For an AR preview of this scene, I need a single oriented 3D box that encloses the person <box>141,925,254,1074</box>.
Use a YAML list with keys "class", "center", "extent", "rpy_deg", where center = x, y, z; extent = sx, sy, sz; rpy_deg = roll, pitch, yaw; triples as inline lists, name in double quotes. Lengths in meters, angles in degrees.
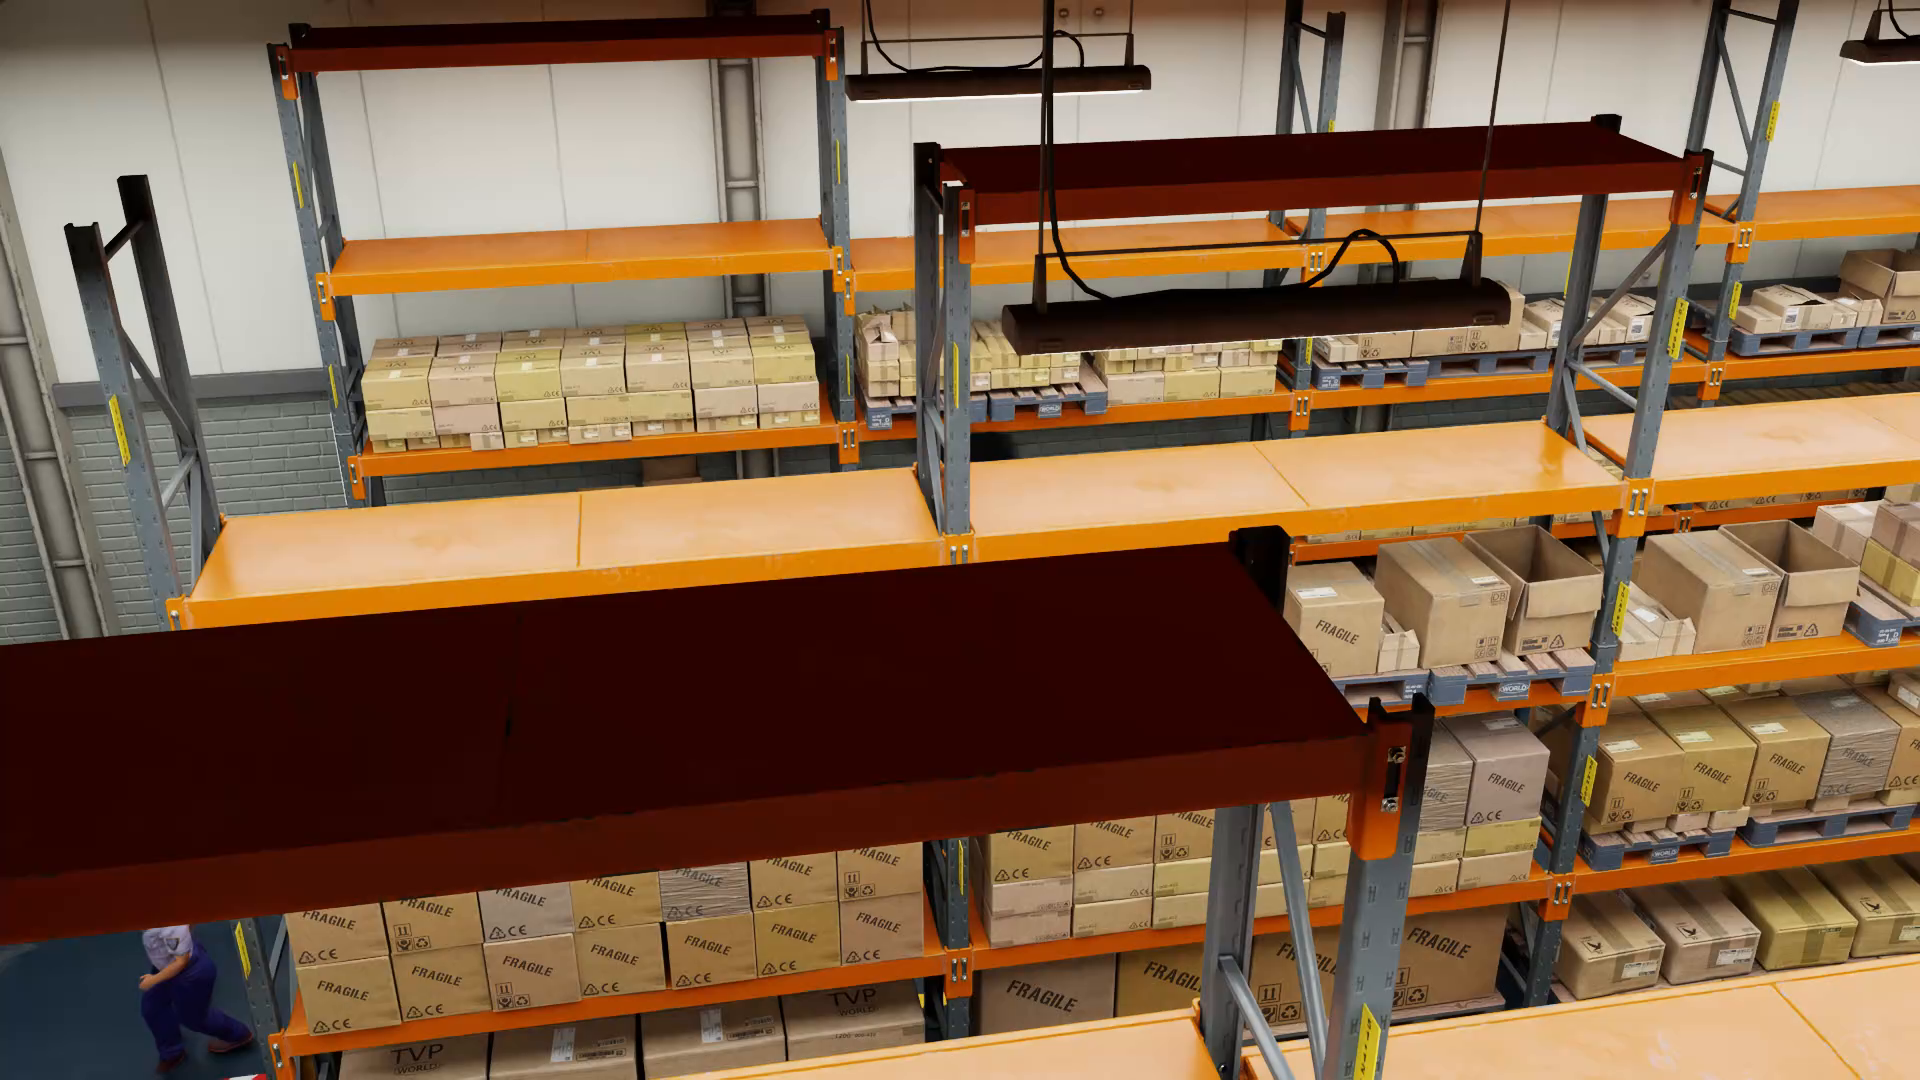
- class: "person"
  center: [-5.012, 2.905, 10.762]
  extent: [0.661, 1.503, 0.534]
  rpy_deg: [-19, 31, -34]
